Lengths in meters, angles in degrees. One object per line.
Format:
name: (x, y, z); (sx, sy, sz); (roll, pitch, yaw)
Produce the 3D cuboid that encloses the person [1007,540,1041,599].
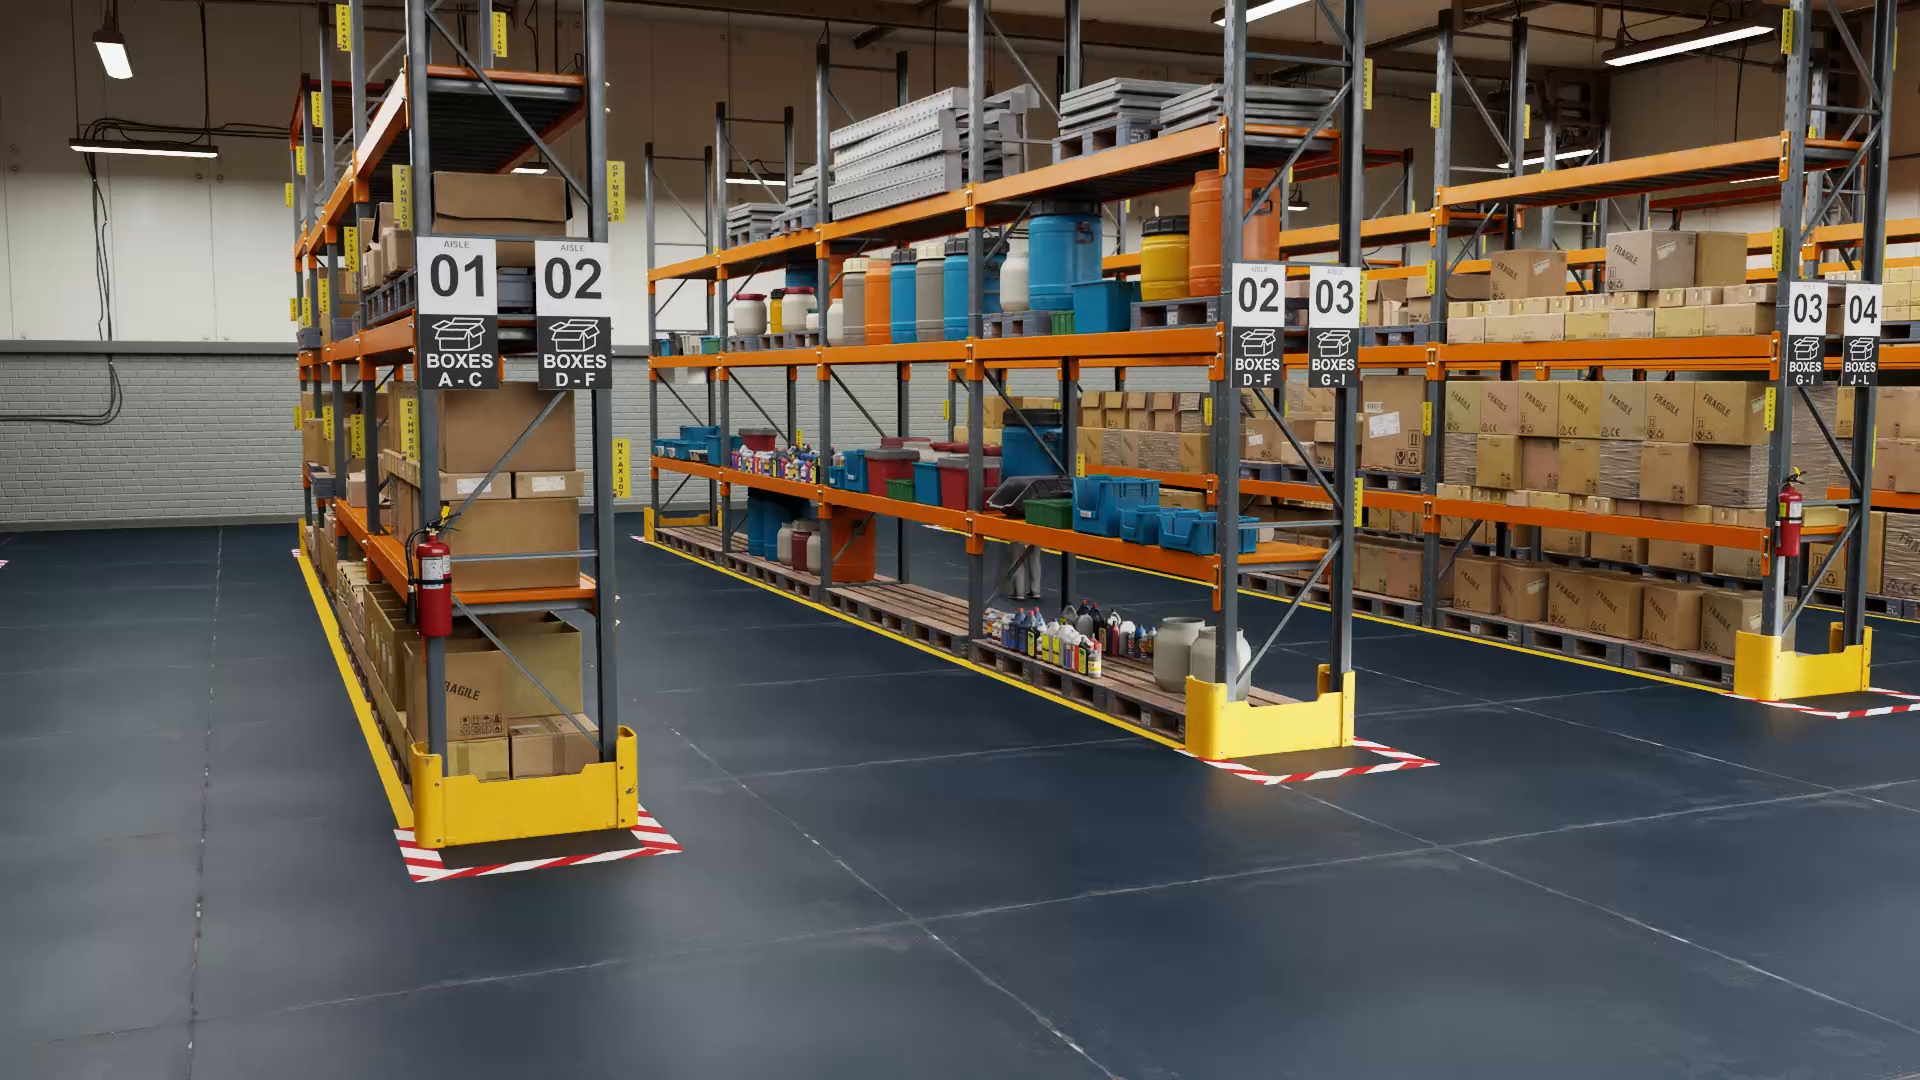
person: (0.720, -0.181, 18.767); (0.448, 1.691, 0.516); (-2, 6, -23)
